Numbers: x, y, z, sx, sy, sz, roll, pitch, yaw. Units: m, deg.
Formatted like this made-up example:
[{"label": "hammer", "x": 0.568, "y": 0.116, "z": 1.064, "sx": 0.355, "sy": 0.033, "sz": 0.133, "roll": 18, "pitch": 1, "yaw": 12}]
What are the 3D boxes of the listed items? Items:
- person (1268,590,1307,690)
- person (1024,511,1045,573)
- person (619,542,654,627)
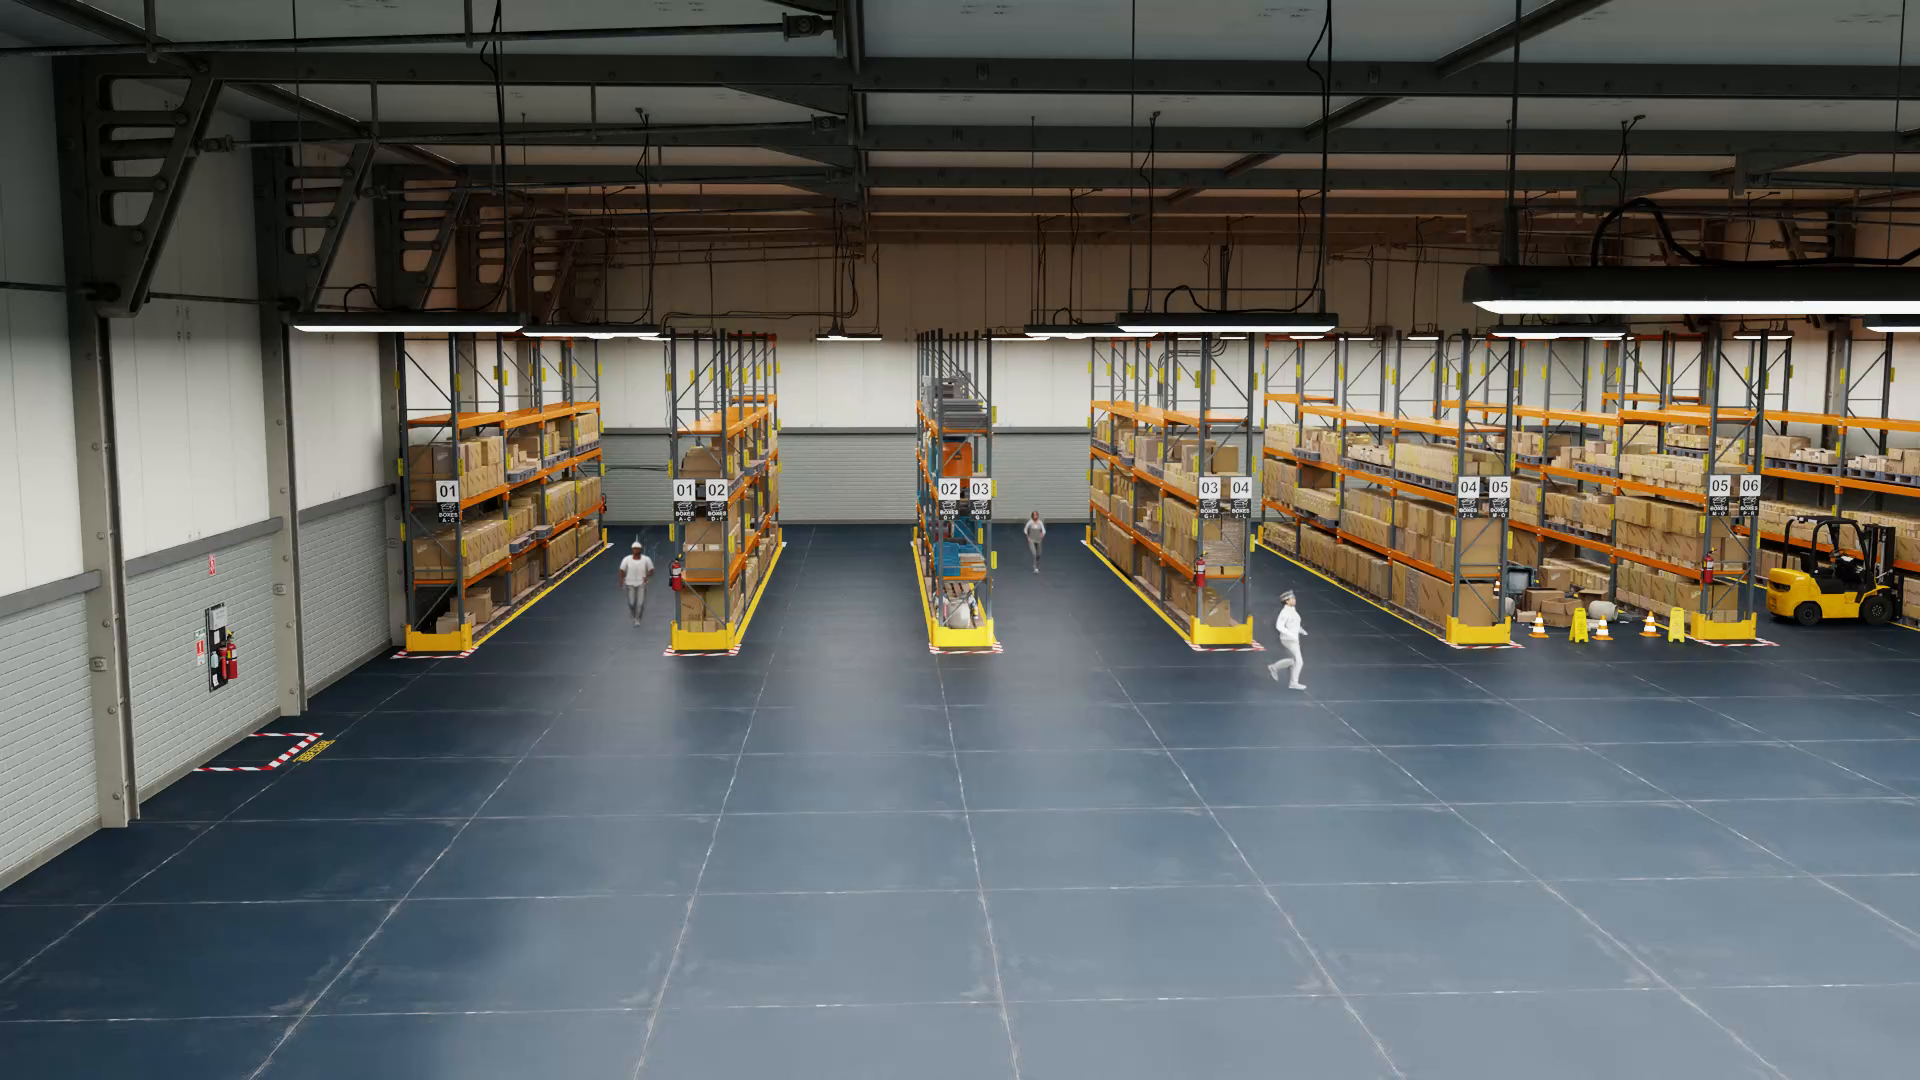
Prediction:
[{"label": "person", "x": 5.443, "y": 1.647, "z": 27.668, "sx": 0.666, "sy": 1.651, "sz": 0.619, "roll": 3, "pitch": 7, "yaw": 25}, {"label": "person", "x": 1.870, "y": 0.050, "z": 41.695, "sx": 0.529, "sy": 1.537, "sz": 0.602, "roll": -1, "pitch": 7, "yaw": -7}, {"label": "person", "x": -6.561, "y": 0.896, "z": 33.776, "sx": 0.701, "sy": 1.716, "sz": 0.587, "roll": -1, "pitch": 7, "yaw": -9}]
